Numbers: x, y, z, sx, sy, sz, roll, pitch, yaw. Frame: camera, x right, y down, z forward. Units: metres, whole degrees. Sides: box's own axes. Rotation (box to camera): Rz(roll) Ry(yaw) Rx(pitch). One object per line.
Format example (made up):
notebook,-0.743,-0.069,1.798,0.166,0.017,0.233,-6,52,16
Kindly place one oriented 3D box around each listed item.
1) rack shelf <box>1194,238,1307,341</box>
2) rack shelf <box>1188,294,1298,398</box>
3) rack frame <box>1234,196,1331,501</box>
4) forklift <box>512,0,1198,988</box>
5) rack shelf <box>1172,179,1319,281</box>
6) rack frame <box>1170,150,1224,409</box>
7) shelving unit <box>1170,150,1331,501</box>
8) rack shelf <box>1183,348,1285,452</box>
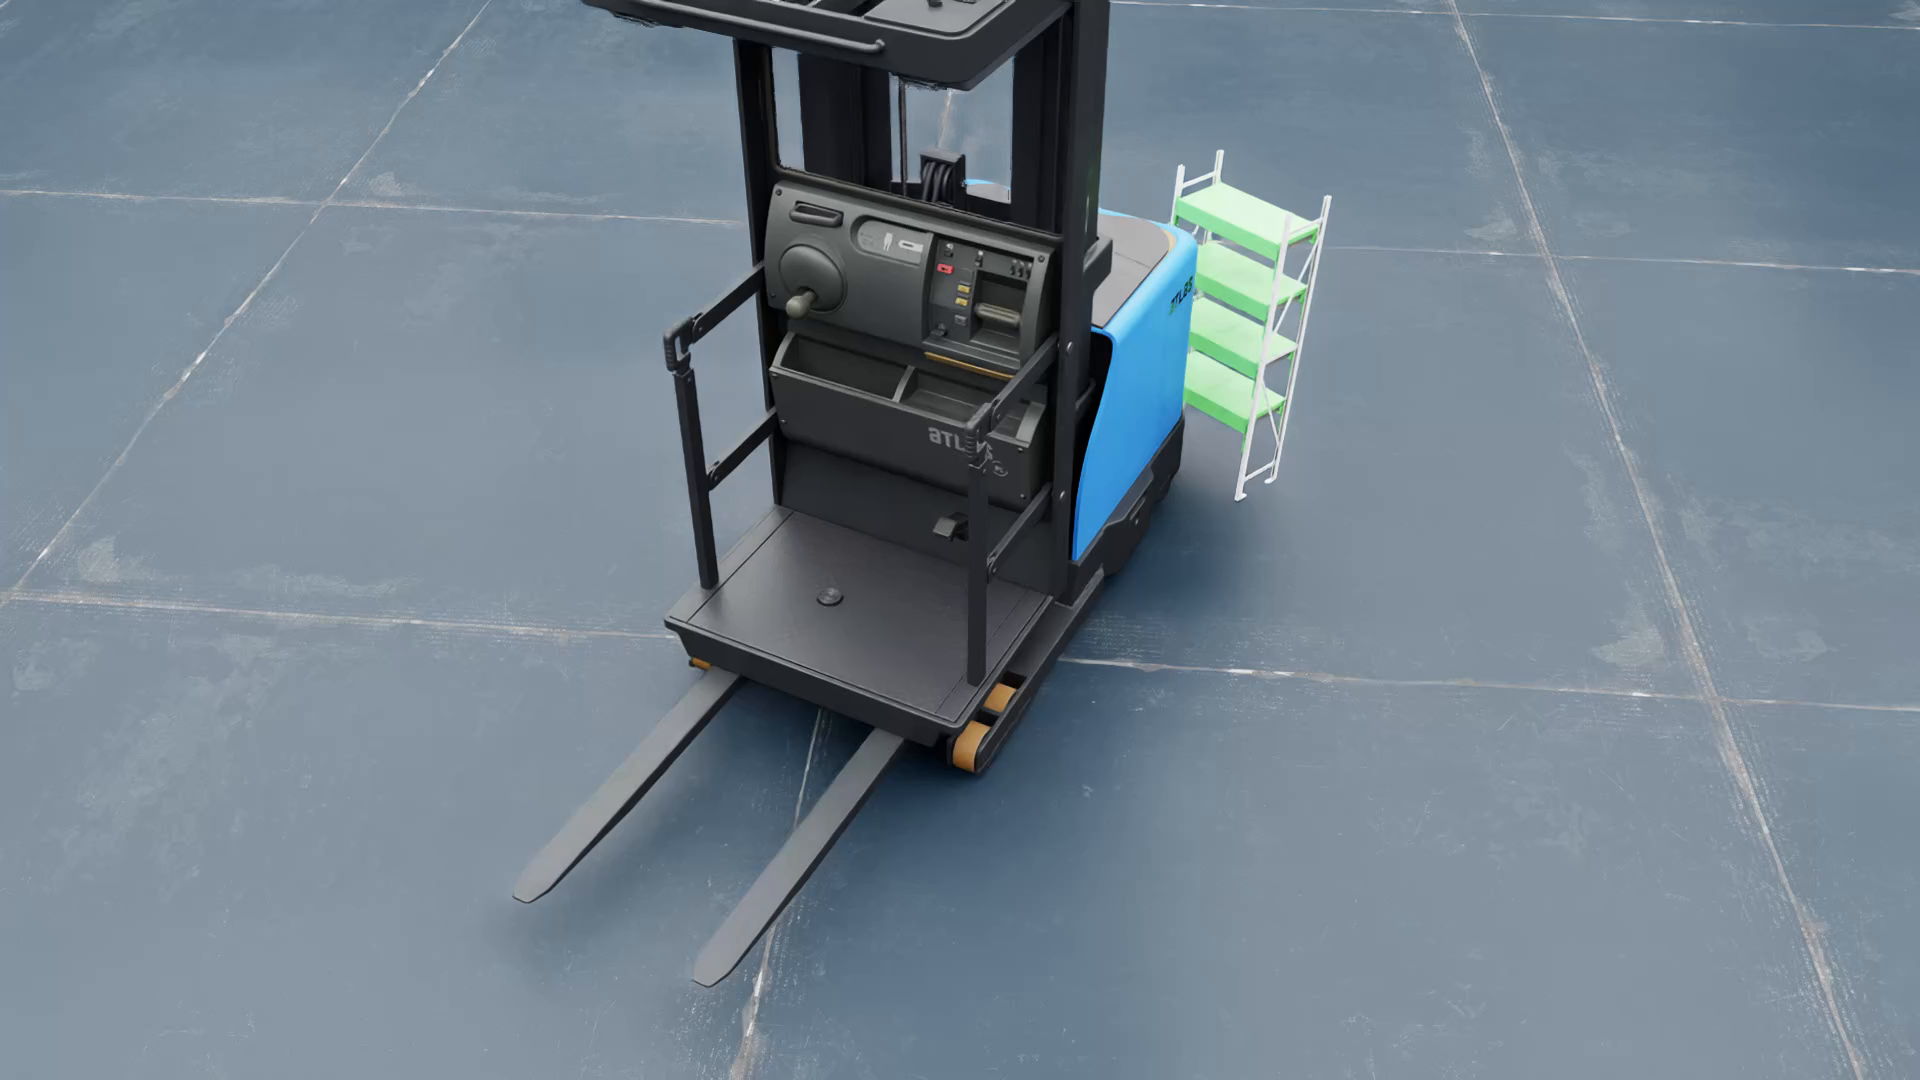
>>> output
rack shelf,1.022,-0.933,6.155,0.258,0.148,0.480,-27,46,-35
rack shelf,1.011,-0.741,6.298,0.258,0.148,0.480,-27,46,-35
rack frame,1.180,-0.679,6.121,0.240,1.200,0.015,-27,46,-35
forklift,-0.267,-0.716,4.808,1.130,2.935,3.031,18,43,21
rack shelf,1.034,-1.126,6.012,0.258,0.148,0.480,-27,46,-35
rack frame,0.847,-0.905,6.398,0.240,1.200,0.015,-27,46,-35
shelving unit,1.014,-0.792,6.260,0.258,1.200,0.503,-27,46,-35
rack shelf,0.999,-0.548,6.440,0.258,0.148,0.480,-27,46,-35
